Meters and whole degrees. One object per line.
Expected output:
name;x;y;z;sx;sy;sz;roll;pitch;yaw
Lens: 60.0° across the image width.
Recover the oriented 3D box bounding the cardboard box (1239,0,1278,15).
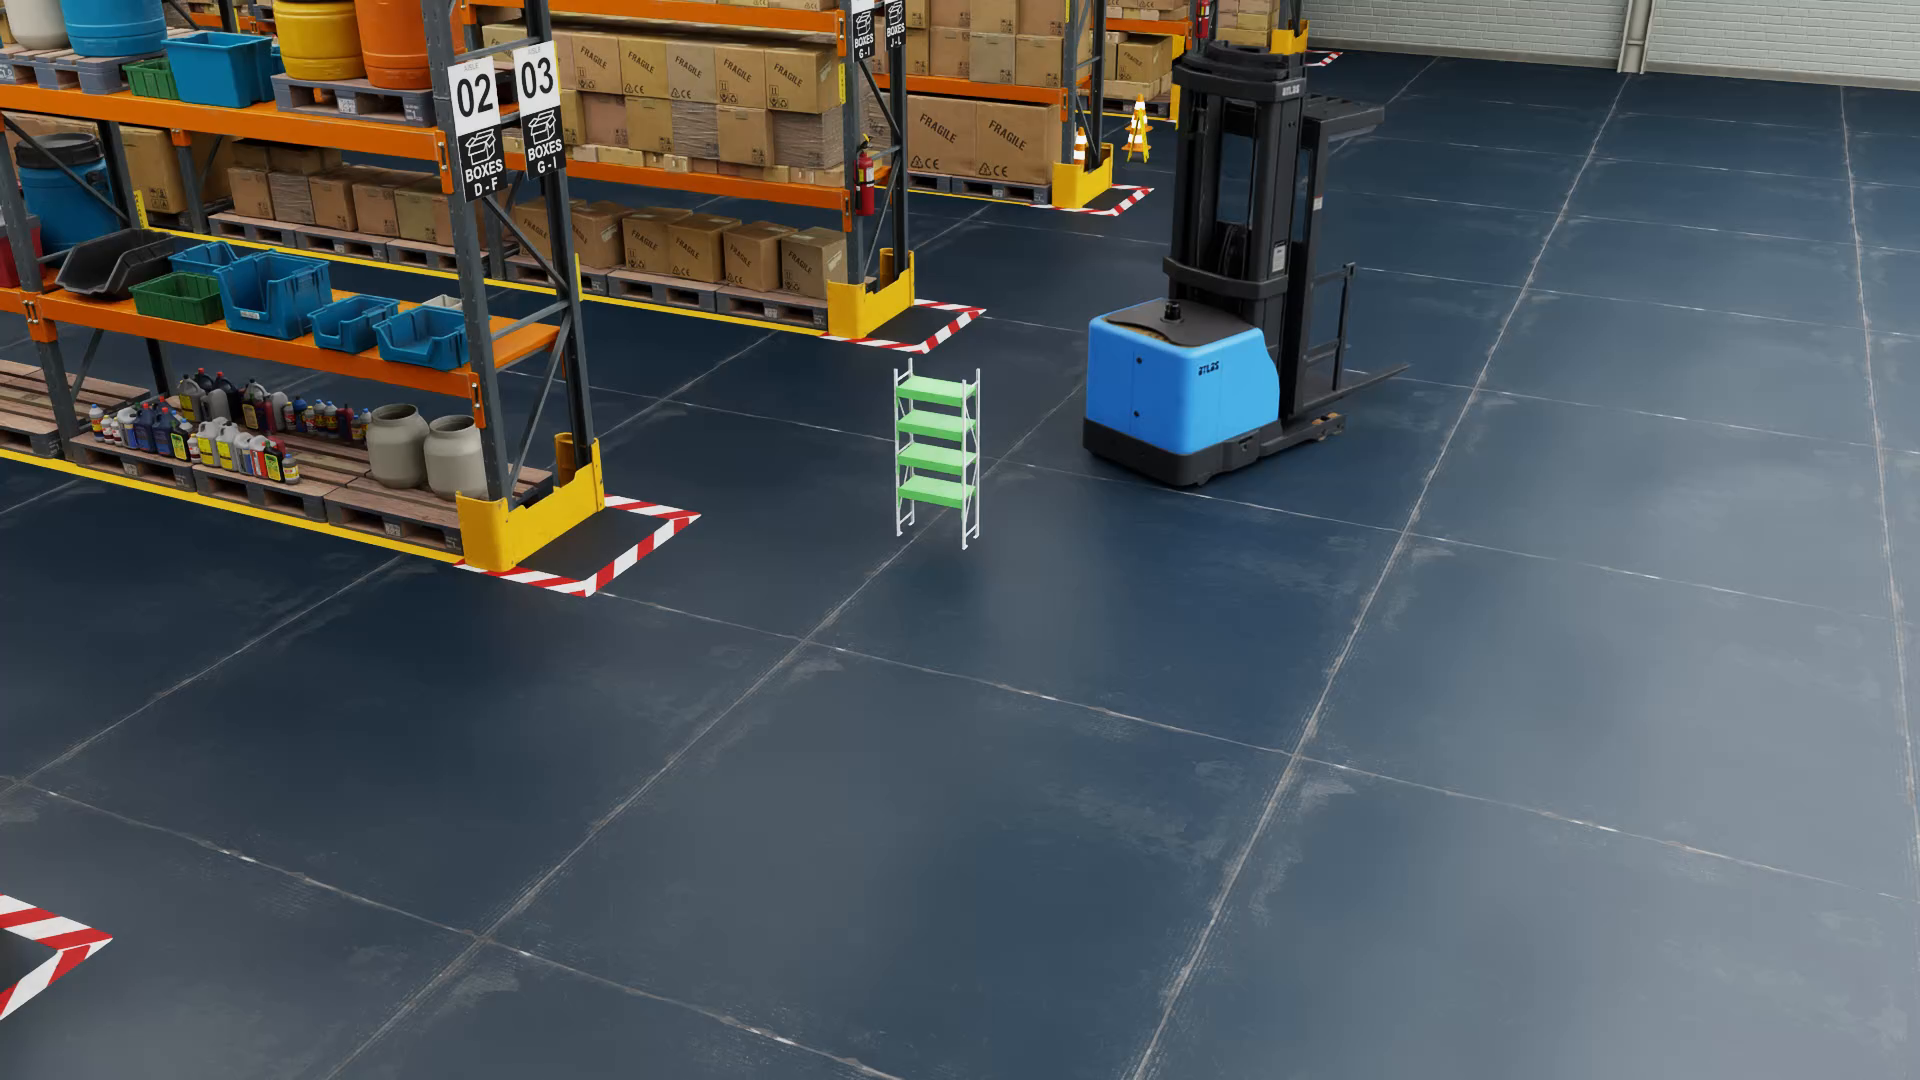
cardboard box;4.864;-8.731;27.093;0.500;0.250;0.500;12;29;24

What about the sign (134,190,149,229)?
sign;-6.195;-2.471;12.559;0.005;0.325;0.100;11;28;22

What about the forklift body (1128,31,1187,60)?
forklift body;2.931;-8.601;26.285;1.214;2.155;2.313;11;28;22

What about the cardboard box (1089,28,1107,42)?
cardboard box;1.934;-7.083;23.295;0.250;0.149;0.380;12;29;23

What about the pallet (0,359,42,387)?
pallet;-8.278;-1.227;13.503;1.213;0.211;1.003;11;28;22

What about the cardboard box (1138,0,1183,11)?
cardboard box;2.753;-7.539;22.716;0.500;0.500;0.500;11;28;21

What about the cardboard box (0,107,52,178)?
cardboard box;-10.260;-4.545;19.015;0.875;0.875;1.225;10;28;20

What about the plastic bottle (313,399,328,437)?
plastic bottle;-4.716;-0.907;12.287;0.097;0.271;0.097;0;26;0

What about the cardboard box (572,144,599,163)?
cardboard box;-3.408;-3.656;15.565;0.250;0.149;0.380;11;28;22

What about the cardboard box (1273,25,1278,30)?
cardboard box;5.046;-8.492;27.740;0.500;0.250;0.500;11;28;22

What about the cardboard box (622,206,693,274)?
cardboard box;-2.913;-2.913;16.125;0.500;0.500;0.500;9;28;17

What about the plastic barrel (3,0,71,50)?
plastic barrel;-6.122;-3.554;11.074;0.421;0.512;0.421;0;26;0

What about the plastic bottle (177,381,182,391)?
plastic bottle;-5.973;-1.128;12.816;0.097;0.201;0.097;0;26;0

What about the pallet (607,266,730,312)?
pallet;-2.642;-2.537;16.163;1.213;0.211;1.003;11;28;22

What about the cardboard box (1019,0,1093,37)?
cardboard box;1.082;-5.998;18.645;0.550;0.550;0.875;11;28;22

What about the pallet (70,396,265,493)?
pallet;-5.839;-0.737;12.507;1.213;0.211;1.003;11;28;22

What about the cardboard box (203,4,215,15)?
cardboard box;-10.375;-7.479;23.329;0.250;0.149;0.380;13;29;24

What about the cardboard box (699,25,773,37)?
cardboard box;-2.037;-4.410;15.229;0.500;0.500;0.500;11;28;22

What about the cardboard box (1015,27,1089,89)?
cardboard box;1.047;-5.480;18.815;0.550;0.550;0.875;11;28;22

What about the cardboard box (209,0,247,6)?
cardboard box;-10.077;-7.711;23.065;0.500;0.500;0.500;11;28;22

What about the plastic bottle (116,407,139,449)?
plastic bottle;-6.018;-0.820;12.105;0.135;0.276;0.152;12;29;24

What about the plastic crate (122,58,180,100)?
plastic crate;-5.109;-2.980;10.751;0.450;0.188;0.336;11;28;22

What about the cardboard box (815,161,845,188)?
cardboard box;-1.086;-3.244;14.727;0.250;0.149;0.380;11;28;22

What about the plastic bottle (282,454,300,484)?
plastic bottle;-4.645;-0.497;11.534;0.097;0.201;0.097;0;26;0

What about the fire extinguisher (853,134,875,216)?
fire extinguisher;-0.828;-3.147;14.333;0.183;0.674;0.296;11;28;22

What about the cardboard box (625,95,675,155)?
cardboard box;-2.623;-3.925;15.377;0.500;0.500;0.875;11;28;22

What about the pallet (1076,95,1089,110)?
pallet;1.460;-6.521;24.257;1.213;0.211;1.003;11;28;22

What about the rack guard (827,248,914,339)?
rack guard;-0.810;-2.280;15.315;0.348;0.500;1.175;11;28;22

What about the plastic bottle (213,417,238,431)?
plastic bottle;-5.272;-0.740;11.943;0.135;0.276;0.152;11;28;22

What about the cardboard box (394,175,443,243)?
cardboard box;-5.359;-3.410;17.113;0.500;0.500;0.700;11;28;21

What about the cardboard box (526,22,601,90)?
cardboard box;-3.622;-4.470;15.352;0.500;0.500;0.500;11;28;22

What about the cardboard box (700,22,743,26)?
cardboard box;-2.823;-6.127;20.186;0.500;0.500;0.500;11;28;21

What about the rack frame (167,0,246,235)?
rack frame;-8.024;-4.850;17.705;0.127;3.000;1.000;11;28;22

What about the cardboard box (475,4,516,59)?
cardboard box;-5.048;-4.778;16.404;1.000;1.000;1.000;12;28;22

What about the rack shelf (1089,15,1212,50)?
rack shelf;1.540;-7.415;23.729;4.000;0.370;1.077;11;28;22

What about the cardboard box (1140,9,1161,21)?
cardboard box;2.655;-7.244;22.851;0.250;0.149;0.380;11;28;21

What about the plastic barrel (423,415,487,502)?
plastic barrel;-3.422;-0.558;11.328;0.421;0.512;0.421;0;26;0

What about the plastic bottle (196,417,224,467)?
plastic bottle;-5.311;-0.710;11.796;0.185;0.351;0.144;11;28;21

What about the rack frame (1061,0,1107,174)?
rack frame;1.404;-5.363;18.748;0.127;3.000;1.000;11;28;22

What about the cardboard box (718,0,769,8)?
cardboard box;-1.741;-4.742;14.260;0.500;0.250;0.500;12;28;22

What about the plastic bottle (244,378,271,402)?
plastic bottle;-5.258;-1.040;12.468;0.185;0.351;0.144;11;28;21

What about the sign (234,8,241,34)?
sign;-7.808;-5.554;17.914;0.005;0.325;0.100;11;28;22

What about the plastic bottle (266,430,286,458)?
plastic bottle;-4.819;-0.634;11.719;0.133;0.283;0.061;11;28;22

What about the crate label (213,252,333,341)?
crate label;-4.579;-1.640;11.144;0.616;0.435;0.502;11;28;22

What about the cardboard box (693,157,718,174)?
cardboard box;-2.231;-3.466;15.178;0.250;0.149;0.380;11;28;22

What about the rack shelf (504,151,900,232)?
rack shelf;-2.562;-3.430;15.636;4.000;0.370;1.077;11;28;22

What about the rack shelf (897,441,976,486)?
rack shelf;-0.151;-0.511;11.075;0.480;0.148;0.258;11;28;22

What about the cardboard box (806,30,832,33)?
cardboard box;-1.387;-6.008;19.887;0.550;0.550;0.875;11;28;22

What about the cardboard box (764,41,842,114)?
cardboard box;-1.344;-4.016;14.428;0.500;0.500;0.500;11;28;22

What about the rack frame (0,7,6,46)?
rack frame;-6.433;-4.819;10.850;0.127;3.000;1.000;11;28;22

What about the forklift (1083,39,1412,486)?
forklift;2.365;-2.232;12.466;3.031;2.935;1.130;-21;33;-36

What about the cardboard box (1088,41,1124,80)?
cardboard box;2.047;-6.799;23.452;0.500;0.500;0.500;12;29;24

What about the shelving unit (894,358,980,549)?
shelving unit;-0.151;-0.569;11.046;0.503;1.200;0.258;11;28;22

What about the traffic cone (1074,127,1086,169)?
traffic cone;1.508;-4.893;20.665;0.334;0.463;0.336;11;28;22
